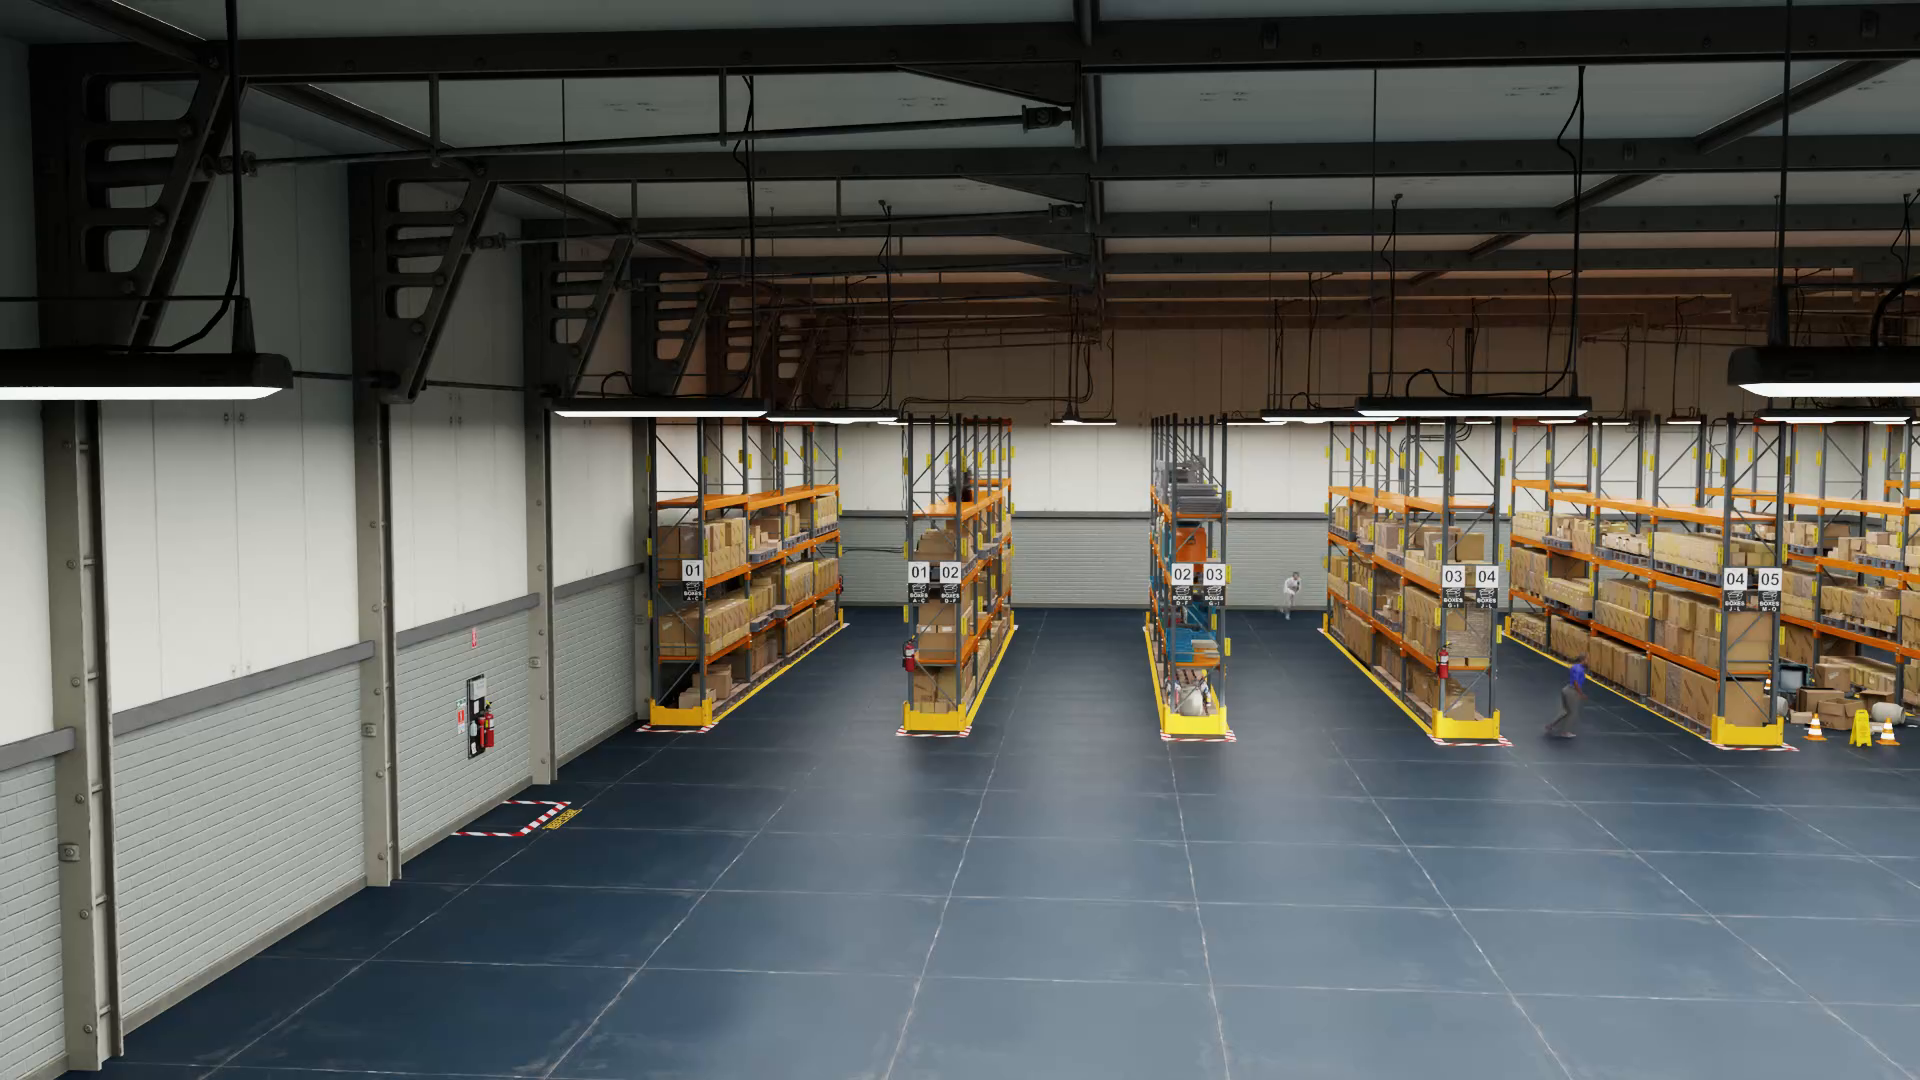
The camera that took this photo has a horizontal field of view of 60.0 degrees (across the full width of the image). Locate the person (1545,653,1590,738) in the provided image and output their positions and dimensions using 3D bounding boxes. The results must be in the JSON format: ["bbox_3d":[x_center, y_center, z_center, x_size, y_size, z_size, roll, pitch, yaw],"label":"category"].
[{"bbox_3d":[11.258,2.857,30.799,0.725,1.584,0.578,1,4,13],"label":"person"}]

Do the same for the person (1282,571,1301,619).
[{"bbox_3d":[9.953,1.642,49.844,0.642,1.484,0.797,-2,4,-24],"label":"person"}]
